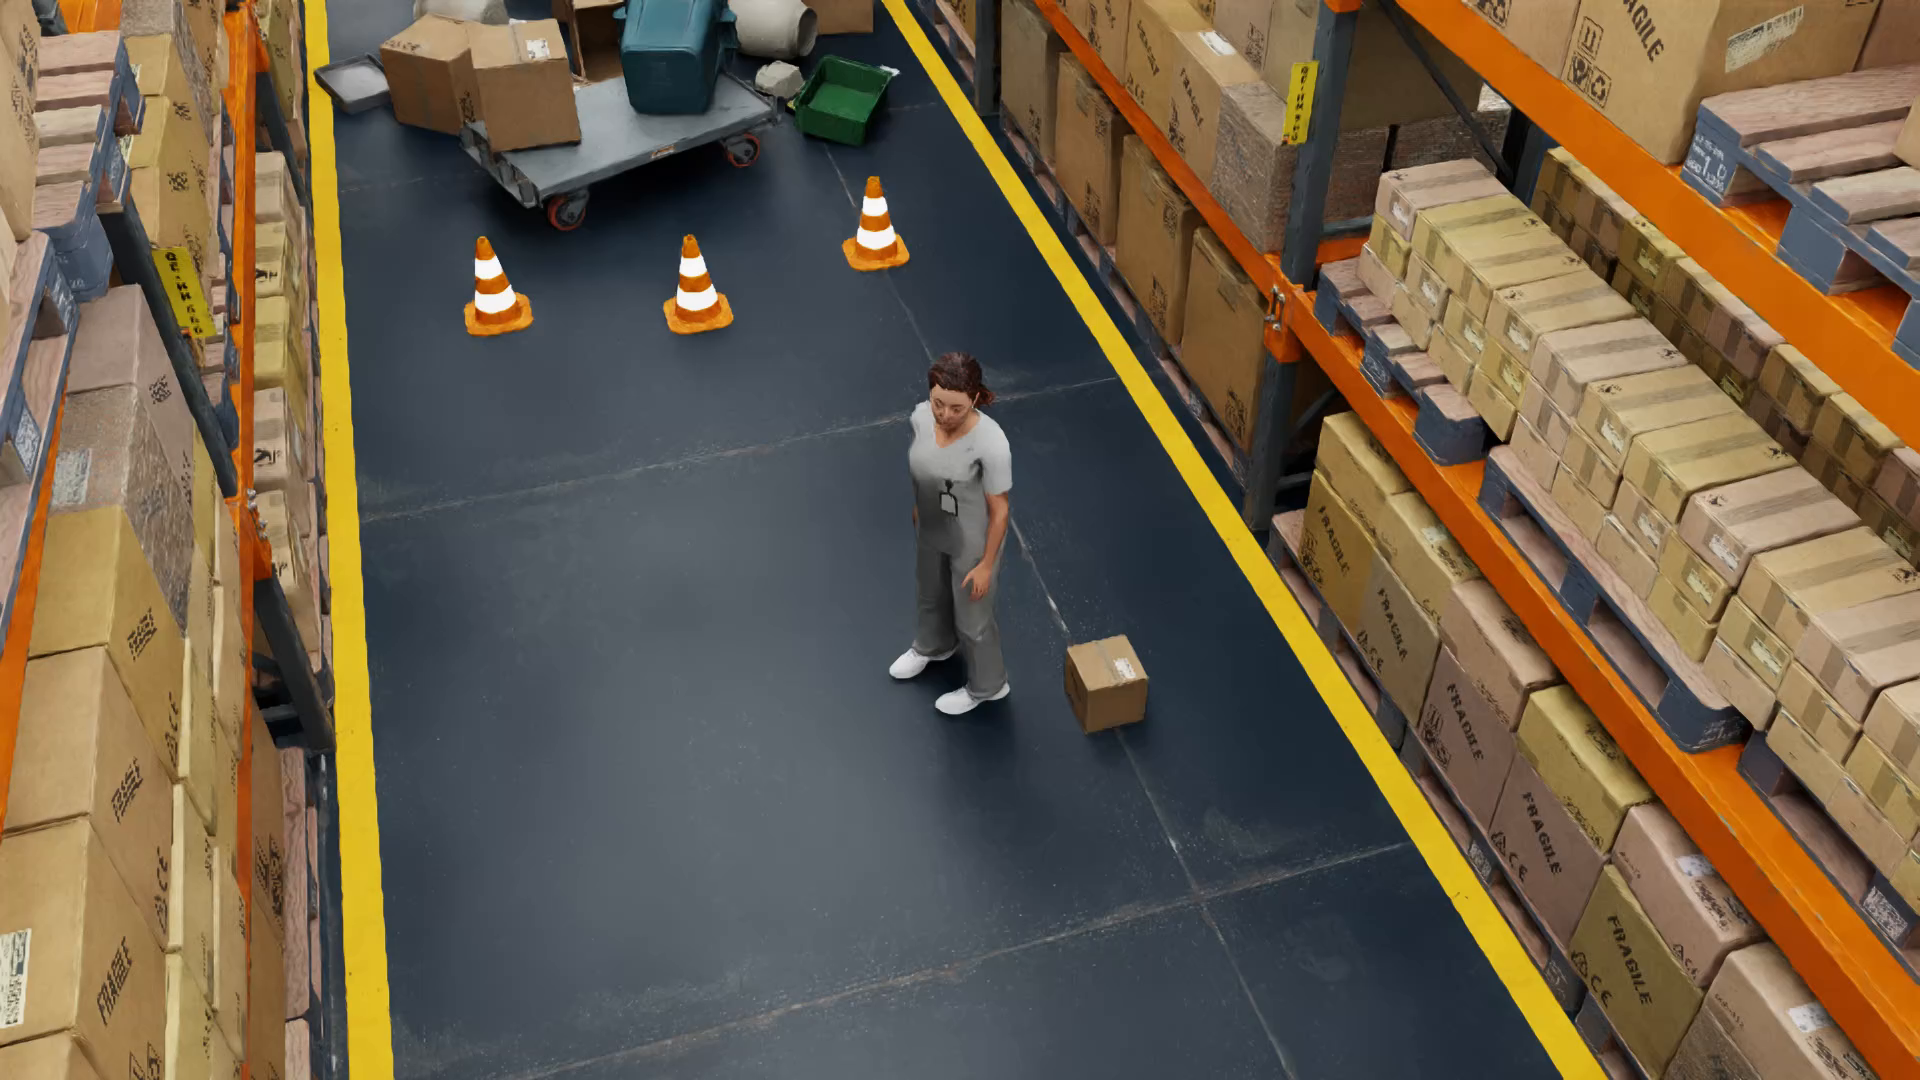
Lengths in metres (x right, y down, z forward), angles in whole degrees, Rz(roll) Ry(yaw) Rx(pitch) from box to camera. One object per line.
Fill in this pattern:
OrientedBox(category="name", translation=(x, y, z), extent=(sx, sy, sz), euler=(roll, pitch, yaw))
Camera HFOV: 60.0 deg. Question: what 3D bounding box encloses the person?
OrientedBox(category="person", translation=(-0.028, -0.017, 6.176), extent=(0.512, 1.672, 0.349), euler=(29, 50, 28))
